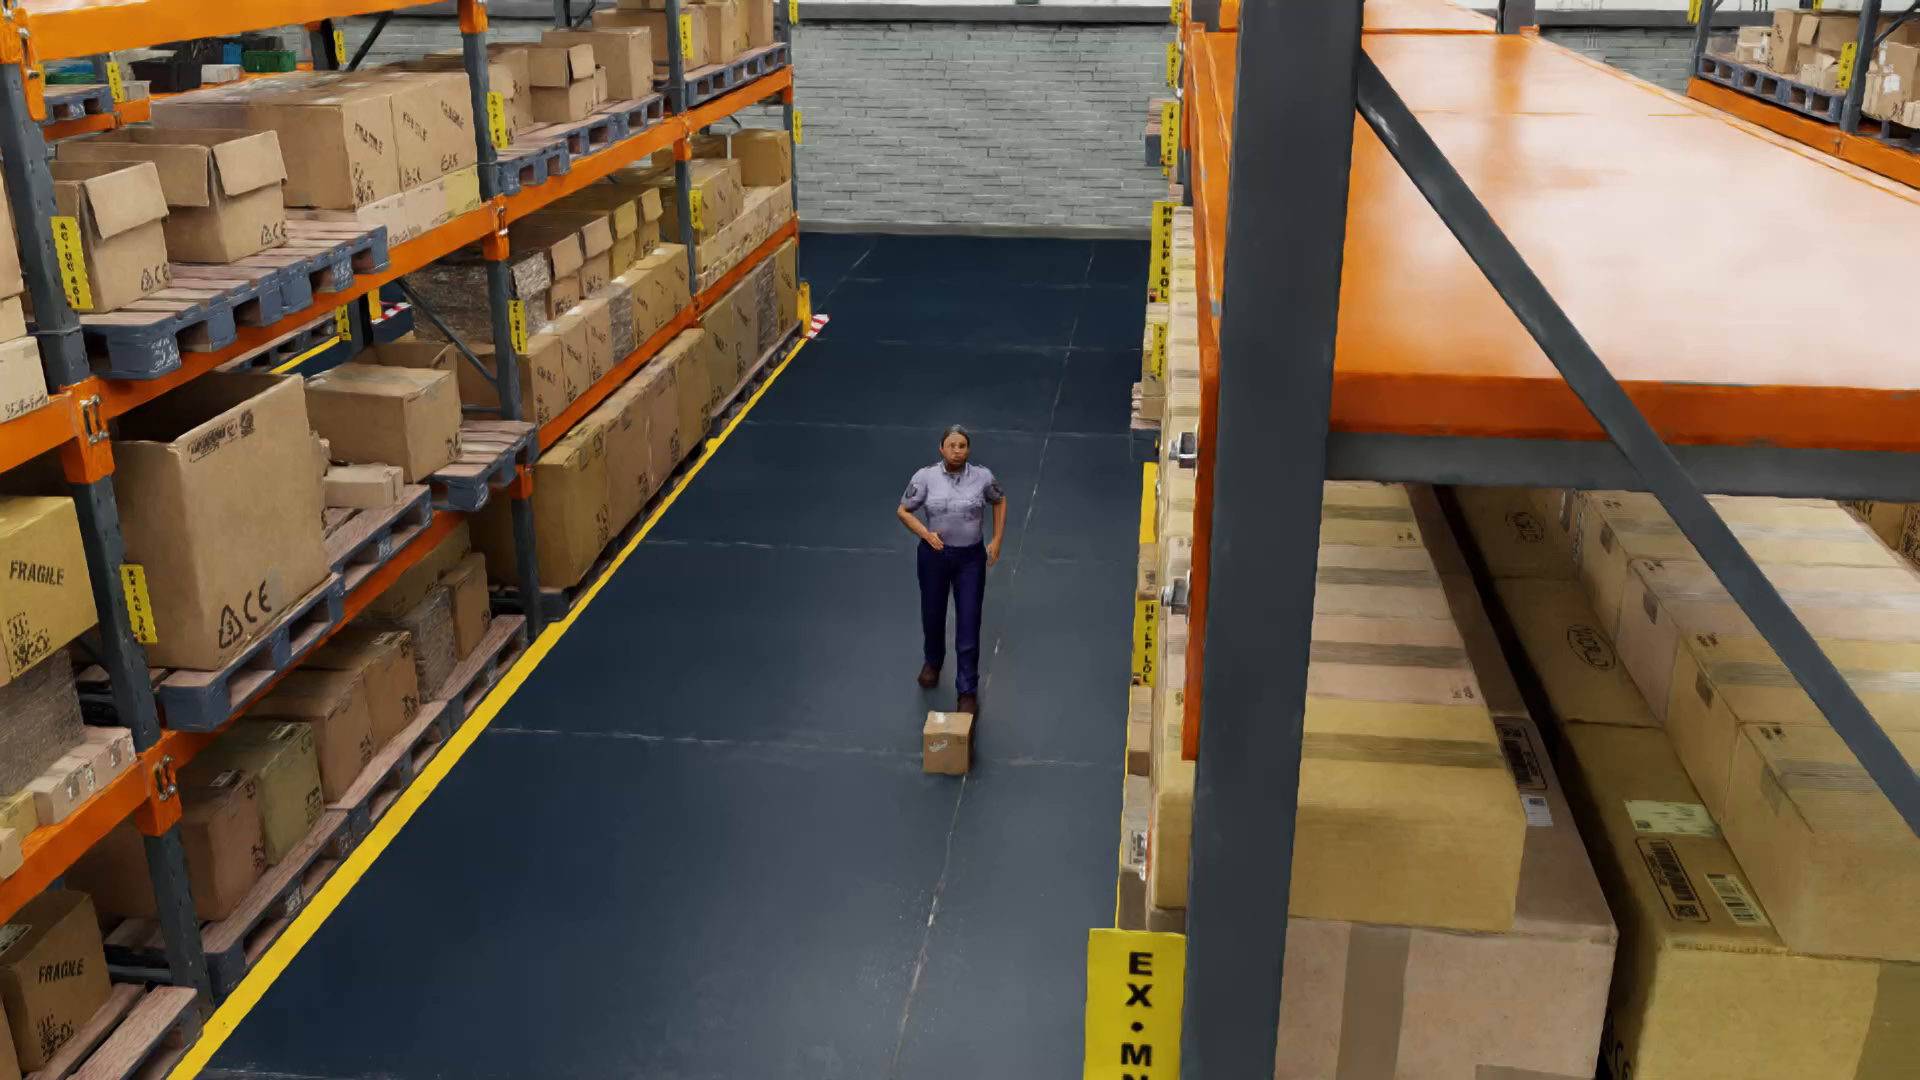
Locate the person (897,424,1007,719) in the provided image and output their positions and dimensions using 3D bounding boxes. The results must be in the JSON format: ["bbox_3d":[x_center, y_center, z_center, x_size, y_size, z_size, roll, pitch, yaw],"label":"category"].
[{"bbox_3d":[-0.035,0.174,9.673,0.650,1.619,0.728,-1,21,-3],"label":"person"}]
